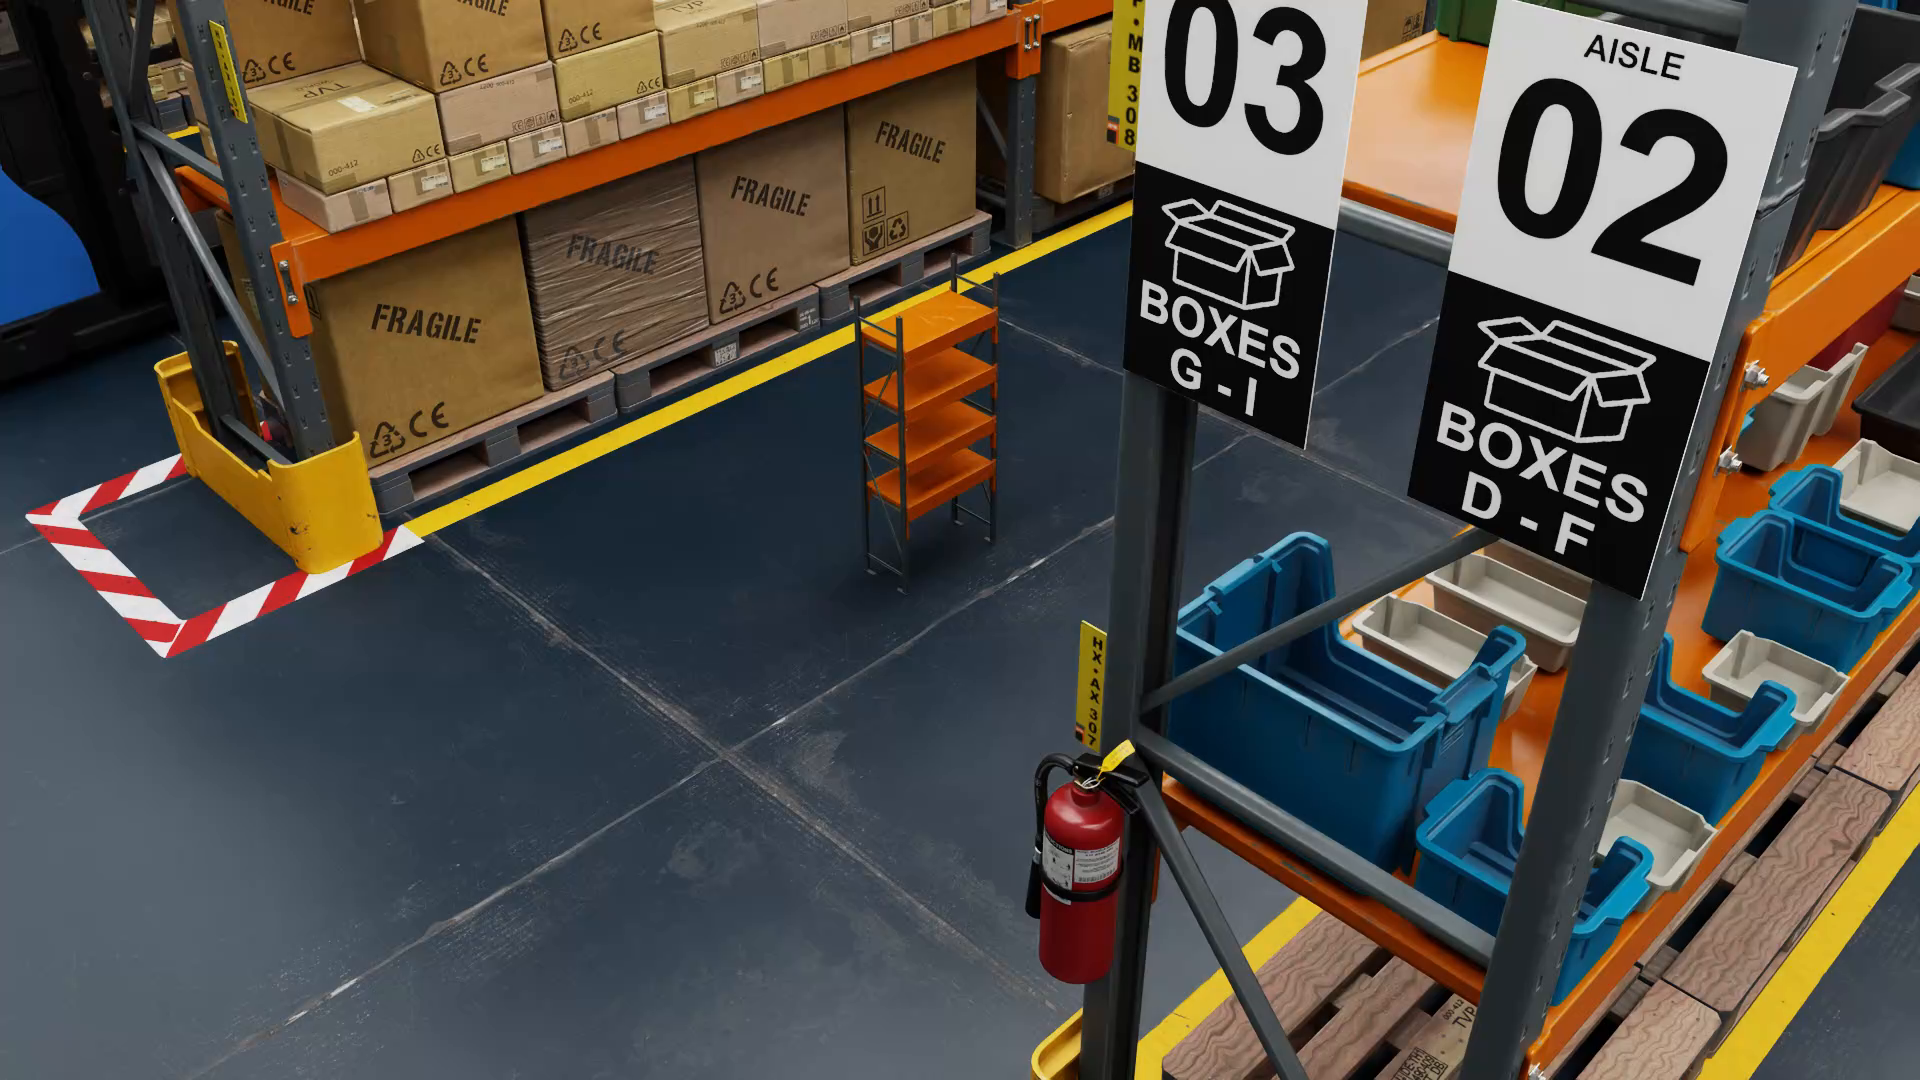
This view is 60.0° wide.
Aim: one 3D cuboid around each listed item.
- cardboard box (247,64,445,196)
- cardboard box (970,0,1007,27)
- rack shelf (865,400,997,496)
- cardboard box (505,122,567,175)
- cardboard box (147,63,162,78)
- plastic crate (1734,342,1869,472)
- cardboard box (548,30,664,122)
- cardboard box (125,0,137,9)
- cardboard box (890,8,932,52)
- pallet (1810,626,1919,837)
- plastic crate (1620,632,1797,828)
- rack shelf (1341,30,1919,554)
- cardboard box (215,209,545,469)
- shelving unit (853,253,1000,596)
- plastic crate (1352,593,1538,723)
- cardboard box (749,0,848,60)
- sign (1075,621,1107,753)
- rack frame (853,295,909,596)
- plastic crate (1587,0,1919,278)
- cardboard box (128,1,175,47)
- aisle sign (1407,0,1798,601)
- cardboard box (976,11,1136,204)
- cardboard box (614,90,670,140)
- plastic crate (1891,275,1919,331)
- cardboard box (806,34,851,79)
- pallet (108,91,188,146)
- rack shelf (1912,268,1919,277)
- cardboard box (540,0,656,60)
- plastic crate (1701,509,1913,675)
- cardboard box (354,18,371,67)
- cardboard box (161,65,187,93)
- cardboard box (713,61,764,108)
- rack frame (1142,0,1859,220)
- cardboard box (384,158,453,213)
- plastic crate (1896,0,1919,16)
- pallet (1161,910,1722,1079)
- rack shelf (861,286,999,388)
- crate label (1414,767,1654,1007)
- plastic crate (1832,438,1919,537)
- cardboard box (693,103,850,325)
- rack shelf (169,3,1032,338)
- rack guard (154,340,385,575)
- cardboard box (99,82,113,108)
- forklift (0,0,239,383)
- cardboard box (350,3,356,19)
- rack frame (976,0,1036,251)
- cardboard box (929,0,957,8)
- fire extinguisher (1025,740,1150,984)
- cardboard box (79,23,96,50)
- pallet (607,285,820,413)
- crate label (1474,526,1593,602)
[{"bbox_3d":[-2.294,-1.540,6.207,0.500,0.250,0.500,28,44,34],"label":"cardboard box"},{"bbox_3d":[0.012,-2.658,8.159,0.250,0.149,0.380,-30,45,-35],"label":"cardboard box"},{"bbox_3d":[-0.117,-0.370,6.349,0.258,0.148,0.480,30,45,35],"label":"rack shelf"},{"bbox_3d":[-1.797,-1.617,6.665,0.380,0.149,0.250,29,44,35],"label":"cardboard box"},{"bbox_3d":[-5.121,-2.951,10.225,0.250,0.149,0.380,-28,44,-34],"label":"cardboard box"},{"bbox_3d":[2.303,-0.451,4.826,0.437,0.282,0.530,30,45,35],"label":"plastic crate"},{"bbox_3d":[-1.576,-1.956,6.804,0.500,0.250,0.500,28,44,34],"label":"cardboard box"},{"bbox_3d":[-5.392,-3.444,10.671,0.250,0.149,0.380,-28,44,-34],"label":"cardboard box"},{"bbox_3d":[-0.350,-2.450,7.860,0.380,0.149,0.250,29,44,35],"label":"cardboard box"},{"bbox_3d":[3.019,0.437,5.939,1.003,0.211,1.213,30,45,35],"label":"pallet"},{"bbox_3d":[1.562,0.412,3.631,0.416,0.233,0.300,30,45,35],"label":"plastic crate"},{"bbox_3d":[2.100,-1.144,3.775,1.077,0.370,4.000,30,45,35],"label":"rack shelf"},{"bbox_3d":[-2.430,-0.986,7.032,0.875,0.875,0.875,30,45,35],"label":"cardboard box"},{"bbox_3d":[-0.117,-0.425,6.310,0.258,1.200,0.503,30,45,35],"label":"shelving unit"},{"bbox_3d":[1.137,0.282,3.901,0.396,0.136,0.243,30,45,35],"label":"plastic crate"},{"bbox_3d":[-0.853,-2.374,7.403,0.500,0.250,0.500,-29,44,-35],"label":"cardboard box"},{"bbox_3d":[0.289,0.321,3.525,0.100,0.325,0.005,30,45,35],"label":"sign"},{"bbox_3d":[-0.289,-0.326,6.168,0.240,1.200,0.015,30,45,35],"label":"rack frame"},{"bbox_3d":[1.160,-0.618,2.506,0.497,0.269,0.590,30,45,35],"label":"plastic crate"},{"bbox_3d":[-4.967,-3.210,10.336,0.250,0.149,0.380,-28,44,-34],"label":"cardboard box"},{"bbox_3d":[0.851,-0.315,2.306,0.394,0.787,0.004,30,45,35],"label":"aisle sign"},{"bbox_3d":[0.431,-2.586,9.326,1.225,0.875,0.875,30,45,35],"label":"cardboard box"},{"bbox_3d":[-1.435,-1.824,6.963,0.380,0.149,0.250,29,44,35],"label":"cardboard box"},{"bbox_3d":[3.080,-0.806,5.462,0.396,0.136,0.243,30,45,35],"label":"plastic crate"},{"bbox_3d":[-0.713,-2.240,7.560,0.250,0.149,0.380,-29,44,-35],"label":"cardboard box"},{"bbox_3d":[-5.621,-2.636,10.345,1.003,0.211,1.213,30,45,35],"label":"pallet"},{"bbox_3d":[4.918,-1.538,6.962,1.077,0.370,4.000,30,45,35],"label":"rack shelf"},{"bbox_3d":[-1.581,-2.263,6.588,0.500,0.500,0.500,28,44,34],"label":"cardboard box"},{"bbox_3d":[2.026,0.145,4.014,0.416,0.233,0.300,30,45,35],"label":"plastic crate"},{"bbox_3d":[-2.313,-1.963,6.814,0.500,0.250,0.500,29,44,35],"label":"cardboard box"},{"bbox_3d":[-5.010,-2.964,10.503,0.380,0.149,0.250,30,45,35],"label":"cardboard box"},{"bbox_3d":[-1.073,-2.034,7.263,0.250,0.149,0.380,-29,44,-35],"label":"cardboard box"},{"bbox_3d":[0.691,-1.858,1.547,1.000,3.000,0.127,30,45,35],"label":"rack frame"},{"bbox_3d":[-2.160,-1.406,6.364,0.380,0.149,0.250,29,44,35],"label":"cardboard box"},{"bbox_3d":[1.962,-1.111,3.154,0.504,0.338,0.767,30,45,35],"label":"plastic crate"},{"bbox_3d":[1.300,1.427,4.519,1.003,0.211,1.213,30,45,35],"label":"pallet"},{"bbox_3d":[-0.117,-0.747,6.086,0.258,0.148,0.480,30,45,35],"label":"rack shelf"},{"bbox_3d":[1.099,0.679,3.248,0.416,0.233,0.303,30,45,35],"label":"crate label"},{"bbox_3d":[2.496,-0.109,4.463,0.293,0.136,0.466,30,45,35],"label":"plastic crate"},{"bbox_3d":[-1.162,-1.717,8.080,0.875,0.875,0.875,30,45,35],"label":"cardboard box"},{"bbox_3d":[-1.415,-1.910,7.496,1.077,0.370,4.000,30,45,35],"label":"rack shelf"},{"bbox_3d":[-2.841,-0.358,6.827,1.175,0.500,0.348,30,45,35],"label":"rack guard"},{"bbox_3d":[-5.380,-2.763,10.214,0.250,0.149,0.380,-29,44,-35],"label":"cardboard box"},{"bbox_3d":[-4.159,-2.514,7.793,1.130,2.935,3.031,27,43,33],"label":"forklift"},{"bbox_3d":[-4.221,-3.522,11.043,0.250,0.149,0.380,-29,44,-35],"label":"cardboard box"},{"bbox_3d":[-0.006,-3.017,8.454,1.000,3.000,0.127,30,45,35],"label":"rack frame"},{"bbox_3d":[-0.130,-2.793,8.003,0.500,0.250,0.500,29,44,35],"label":"cardboard box"},{"bbox_3d":[0.262,0.666,3.567,0.296,0.674,0.183,30,45,35],"label":"fire extinguisher"},{"bbox_3d":[-5.285,-2.967,9.987,0.380,0.149,0.250,29,44,35],"label":"cardboard box"},{"bbox_3d":[-1.457,-1.099,8.141,1.003,0.211,1.213,30,45,35],"label":"pallet"},{"bbox_3d":[1.530,0.048,4.238,0.396,0.136,0.243,30,45,35],"label":"crate label"}]
